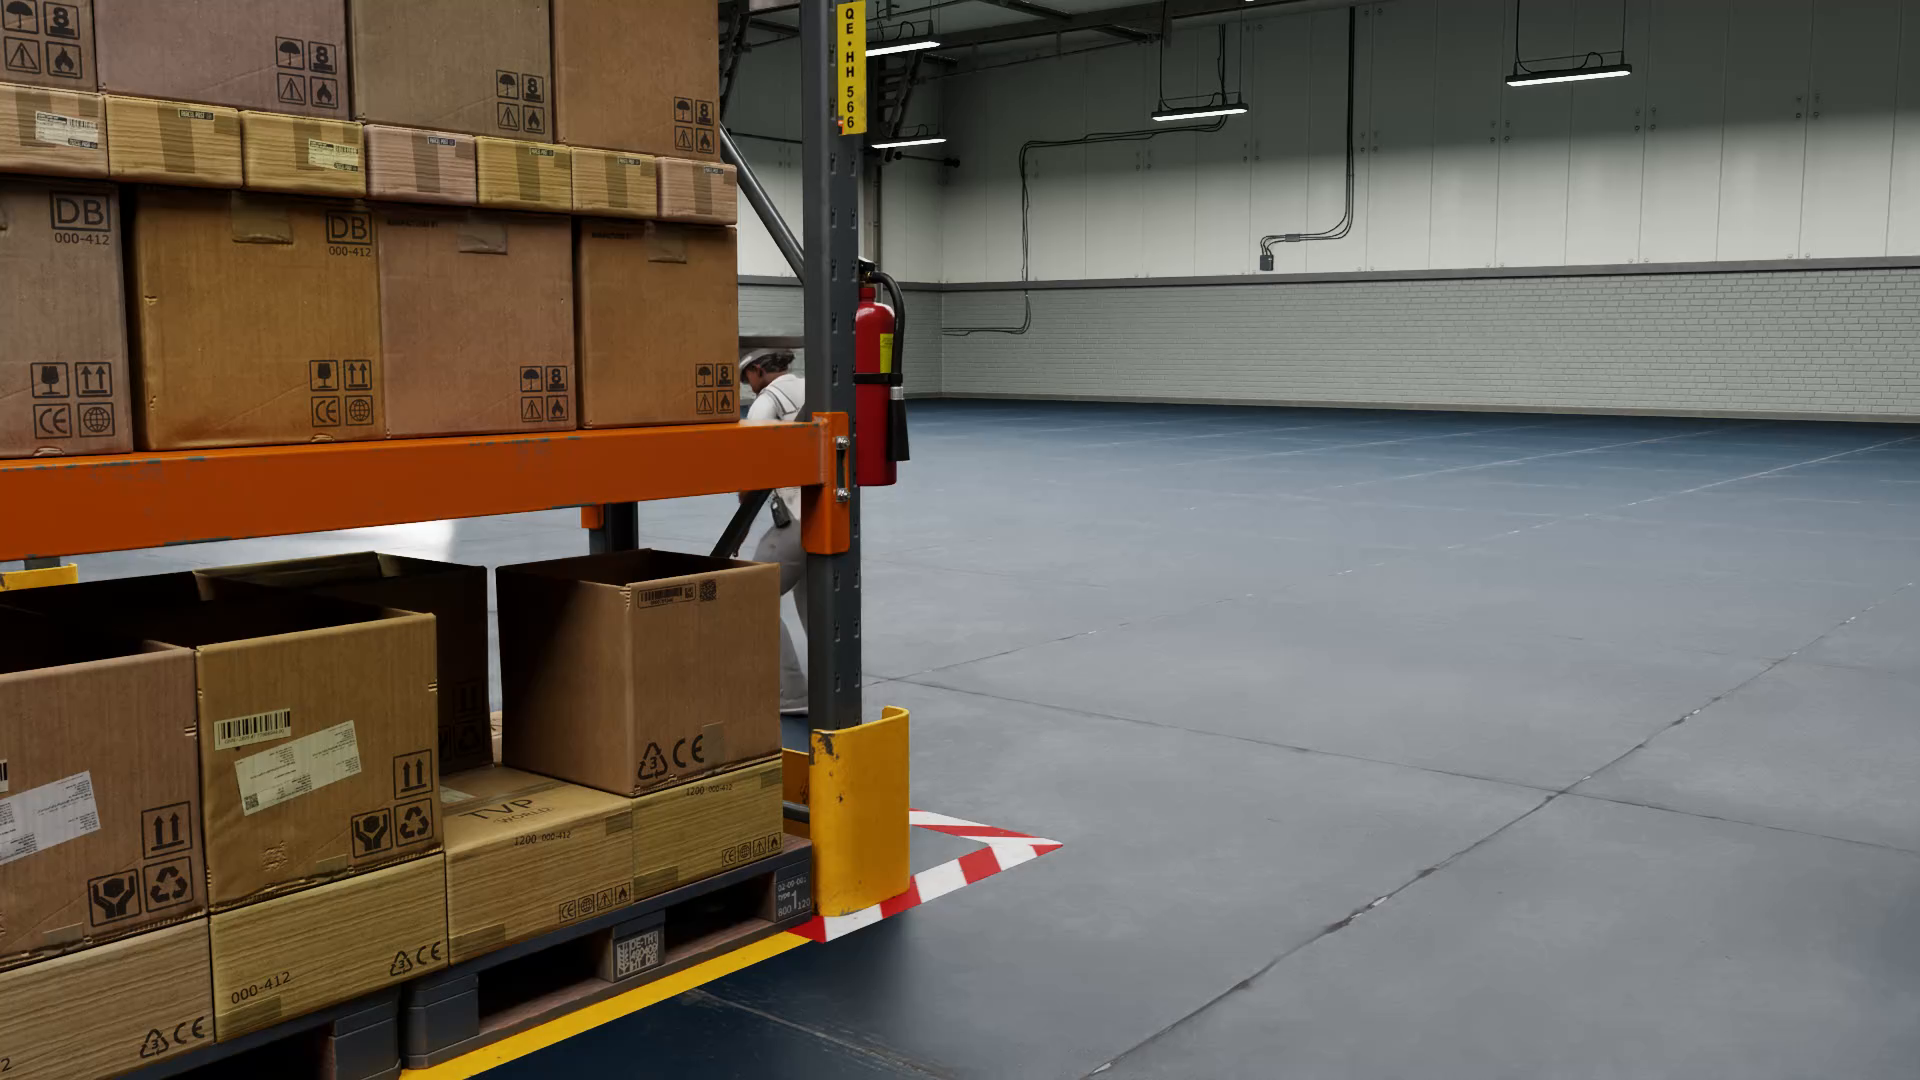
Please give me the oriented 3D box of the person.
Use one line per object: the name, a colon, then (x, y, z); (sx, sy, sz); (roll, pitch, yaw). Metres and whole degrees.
person: (-0.695, -0.061, 6.804); (0.563, 1.546, 0.480); (6, 9, 39)
